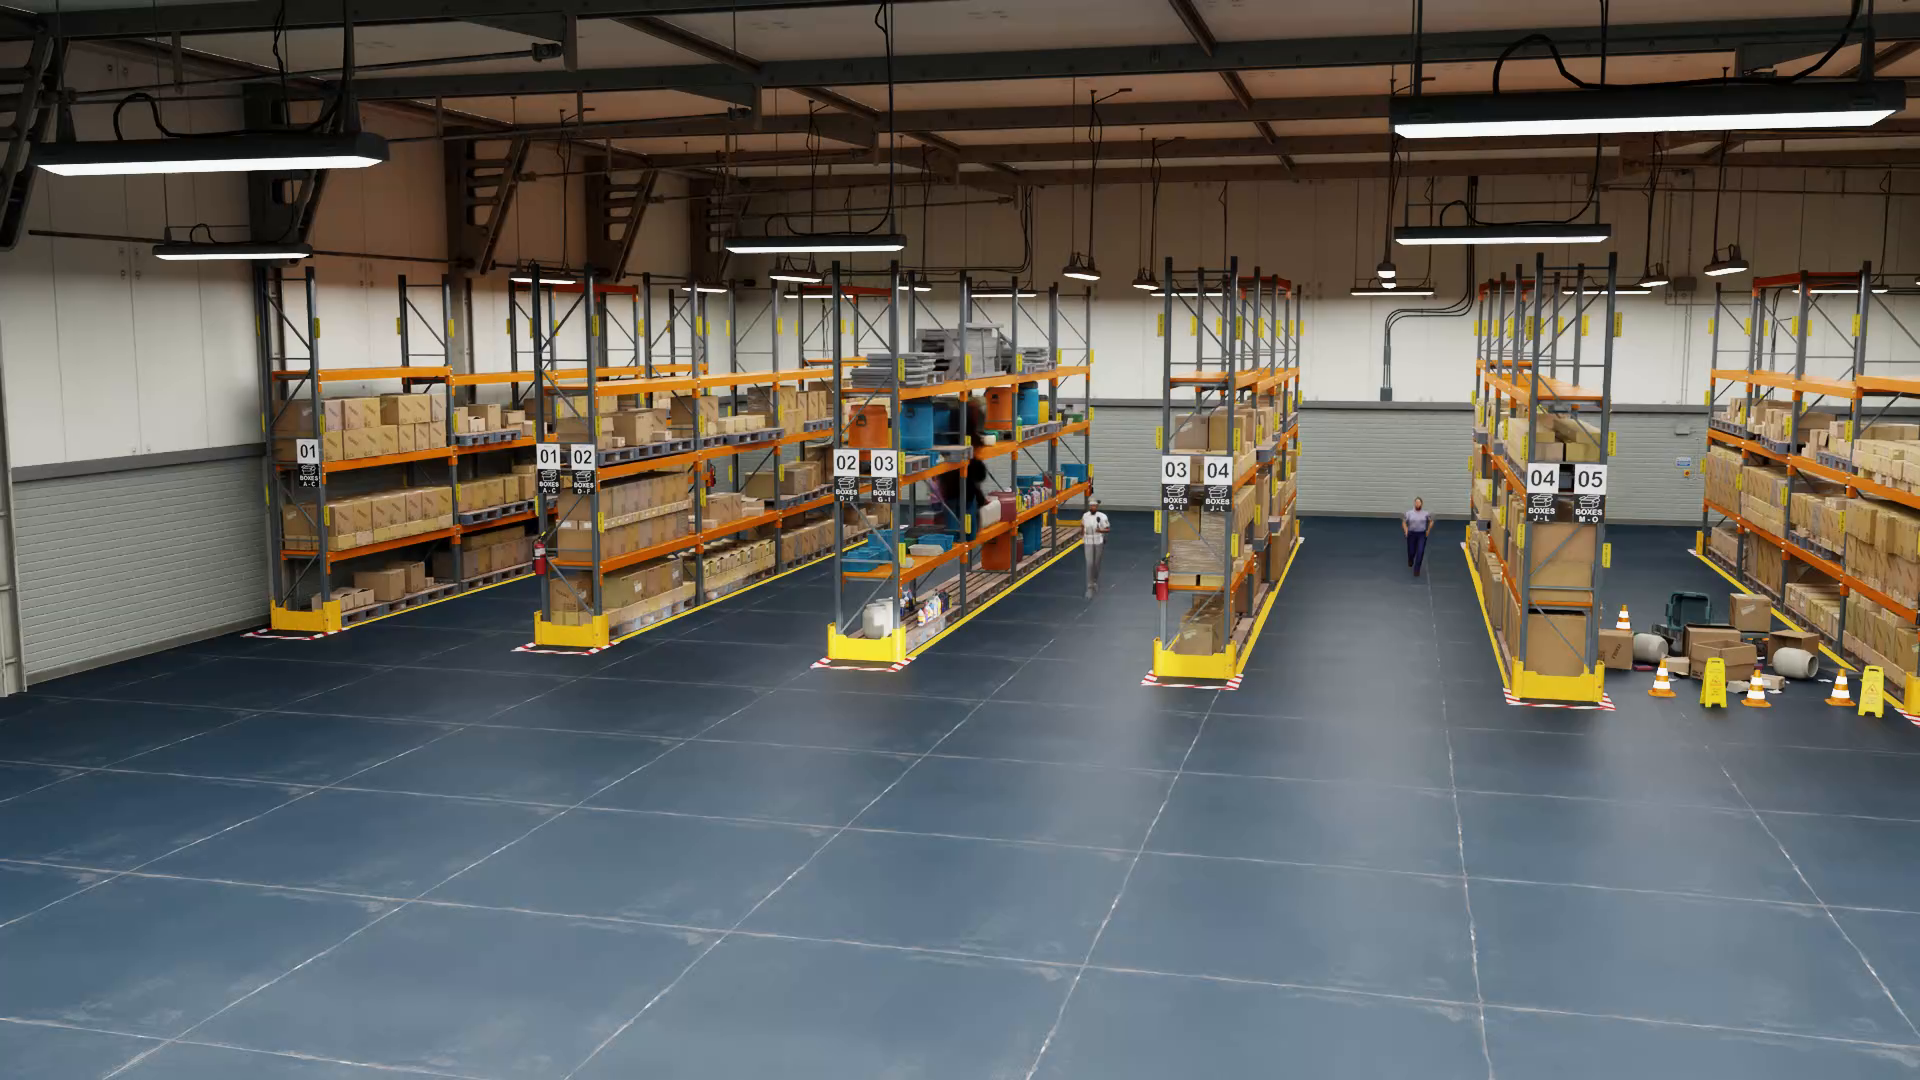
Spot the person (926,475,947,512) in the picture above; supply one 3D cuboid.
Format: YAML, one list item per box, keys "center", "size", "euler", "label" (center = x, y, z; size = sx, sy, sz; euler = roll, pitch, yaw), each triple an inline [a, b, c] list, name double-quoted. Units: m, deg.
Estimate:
- center: [-0.565, -0.926, 40.584]
  size: [0.528, 1.560, 0.617]
  euler: [0, 7, -2]
  label: "person"

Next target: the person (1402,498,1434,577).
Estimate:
- center: [9.307, -0.064, 33.809]
  size: [0.620, 1.595, 0.671]
  euler: [2, 7, 14]
  label: "person"

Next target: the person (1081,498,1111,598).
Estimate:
- center: [2.420, 0.116, 29.720]
  size: [0.553, 1.772, 0.731]
  euler: [1, 7, 8]
  label: "person"
